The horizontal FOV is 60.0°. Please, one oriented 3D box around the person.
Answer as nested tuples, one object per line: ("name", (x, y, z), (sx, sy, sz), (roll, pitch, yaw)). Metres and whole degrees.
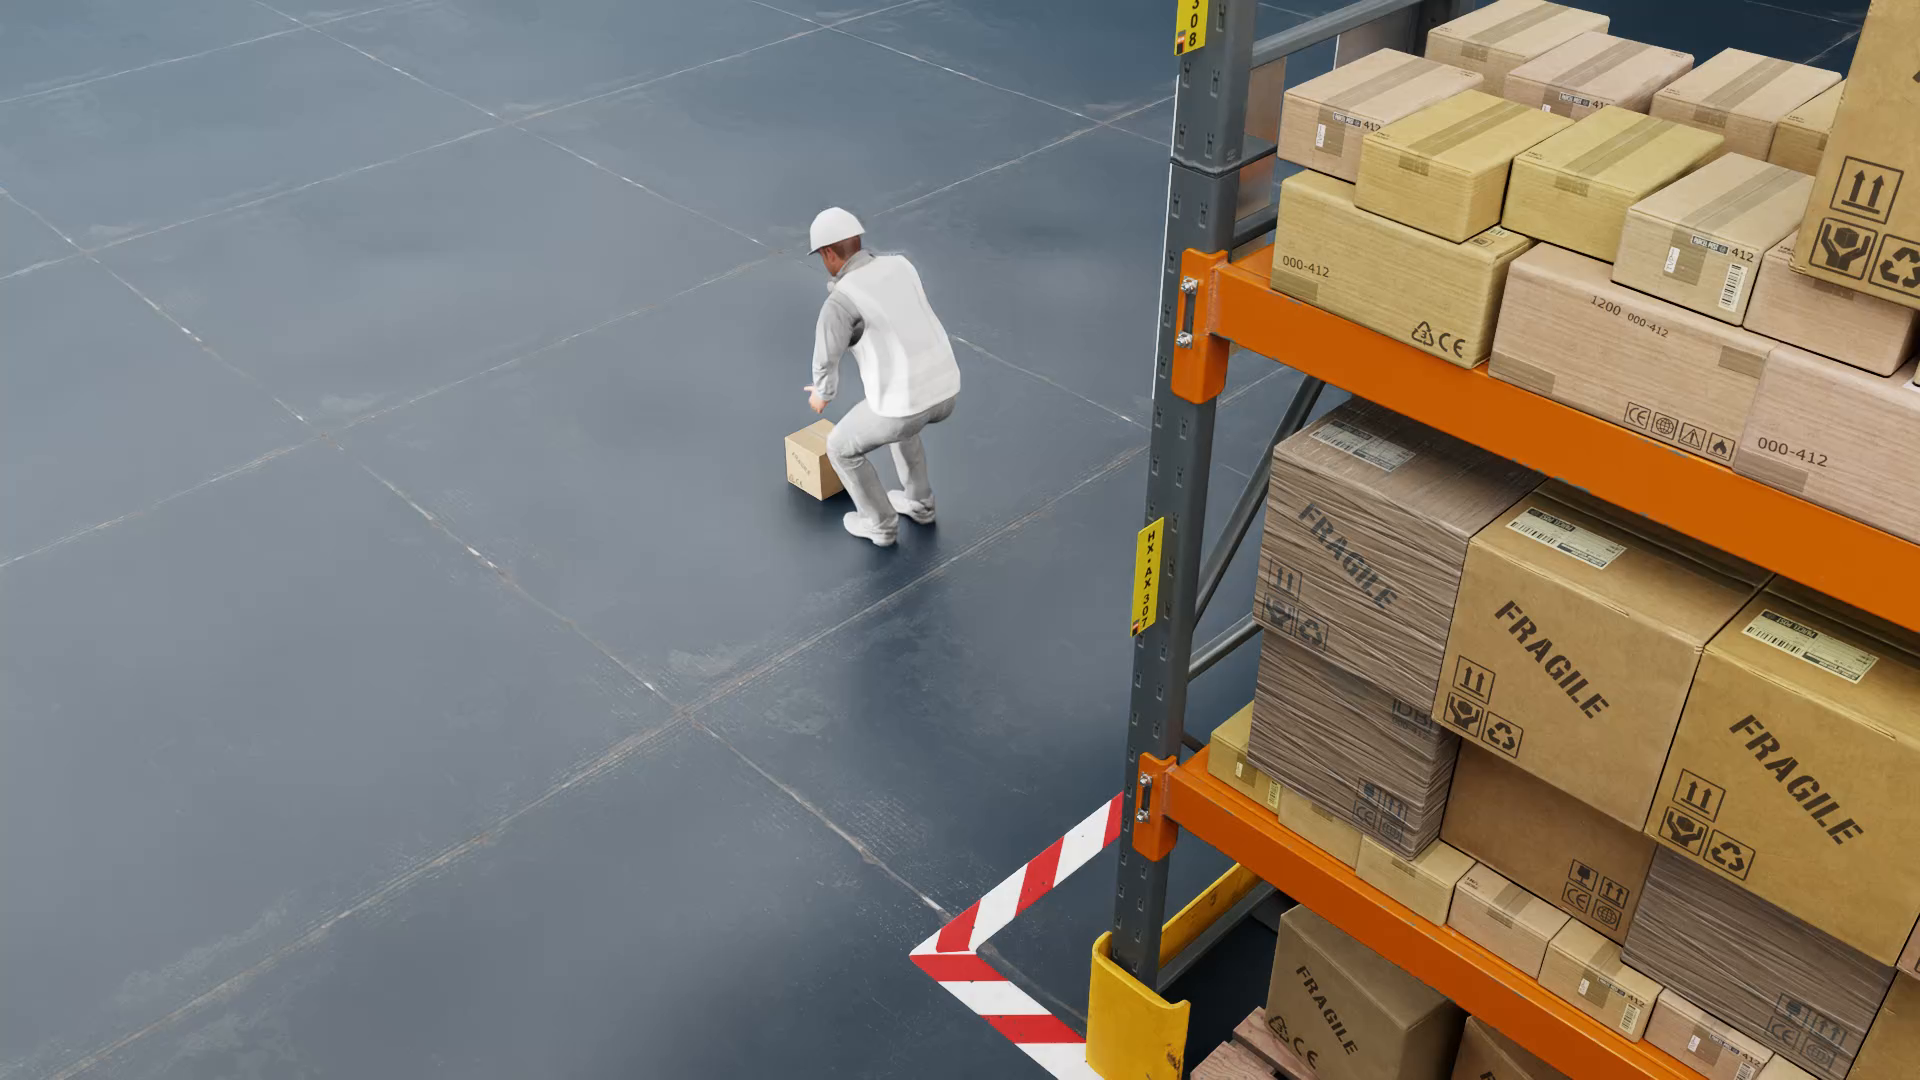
("person", (-0.363, -0.689, 7.335), (0.590, 1.506, 0.714), (-30, 45, -35))
